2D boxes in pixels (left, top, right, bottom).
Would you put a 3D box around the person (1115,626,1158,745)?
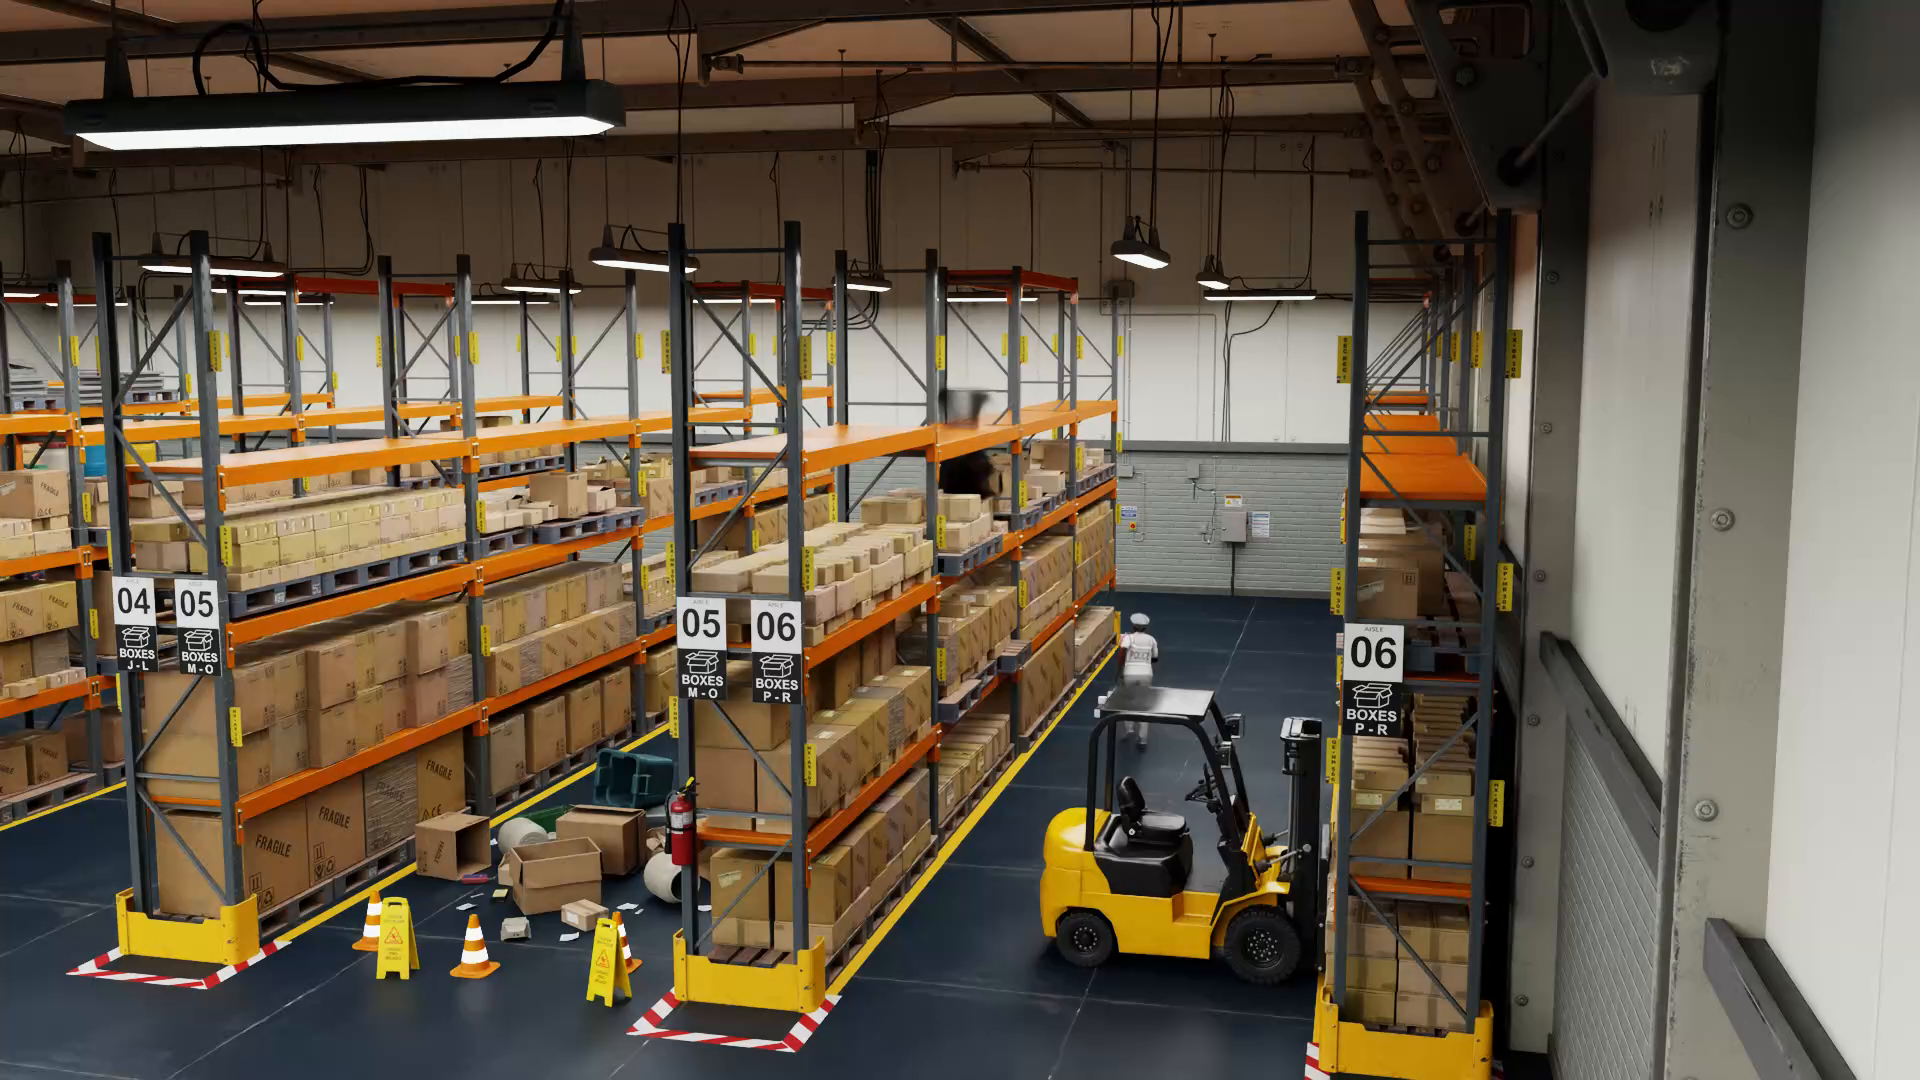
[{"bbox_3d":[2.253,1.799,21.231,0.570,1.610,0.928,0,7,2],"label":"person"}]
